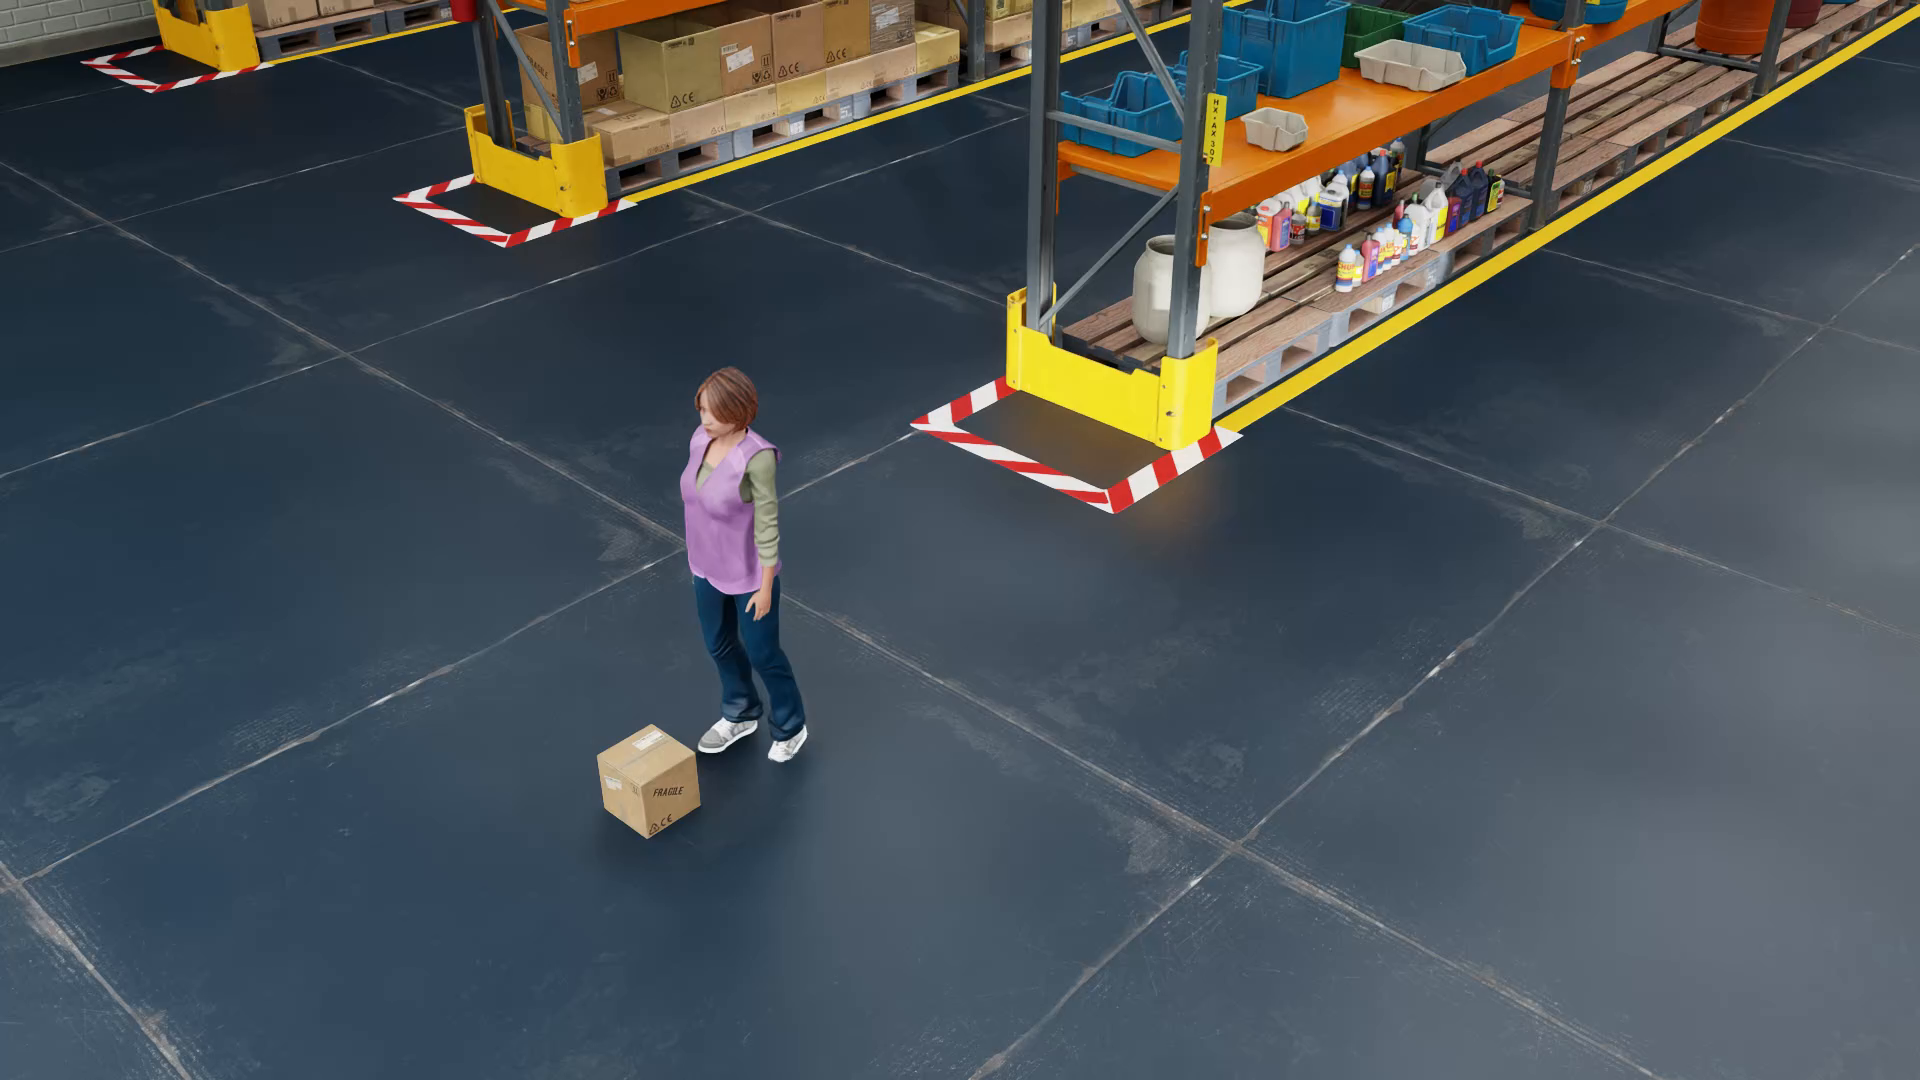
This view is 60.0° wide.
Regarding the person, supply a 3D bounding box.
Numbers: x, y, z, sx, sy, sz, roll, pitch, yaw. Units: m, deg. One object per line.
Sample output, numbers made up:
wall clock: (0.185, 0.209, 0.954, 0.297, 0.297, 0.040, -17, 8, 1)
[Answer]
person: (-0.792, 0.141, 5.974, 0.410, 1.657, 0.352, 26, 40, 36)
